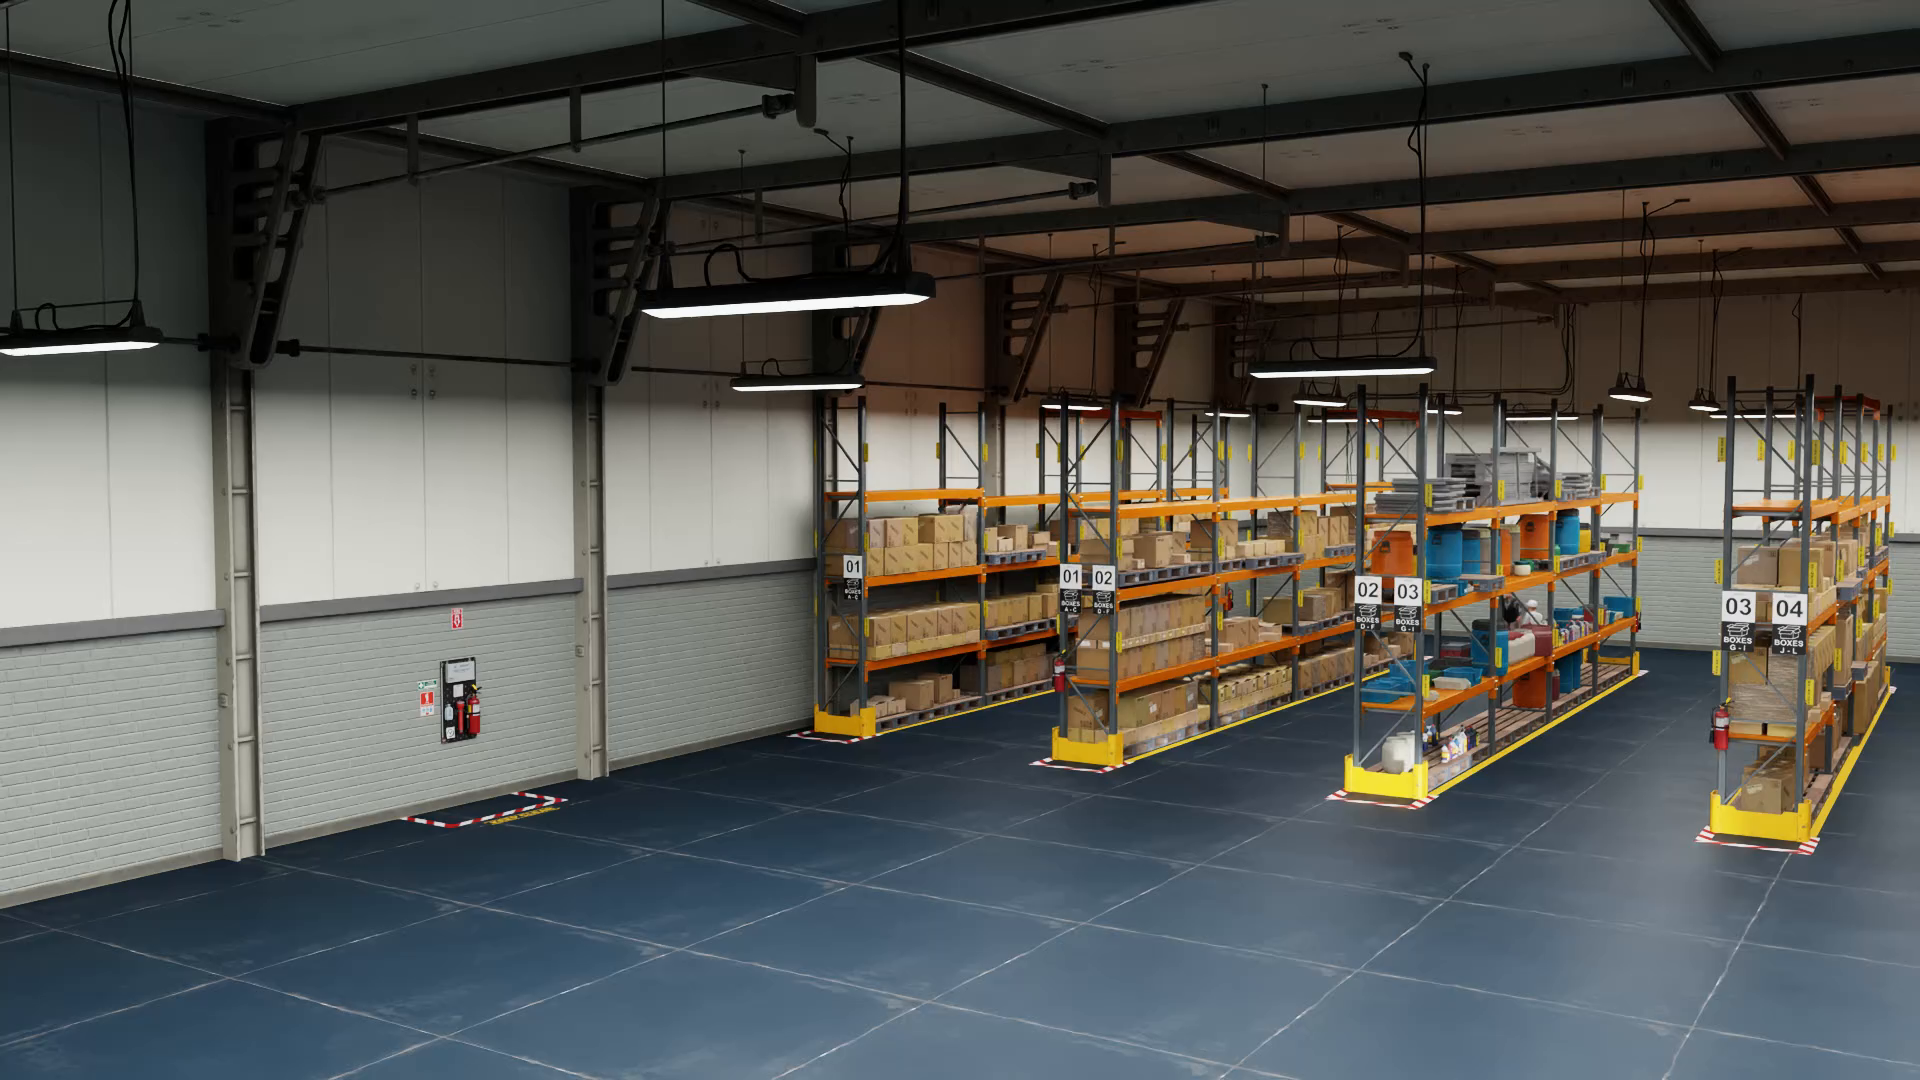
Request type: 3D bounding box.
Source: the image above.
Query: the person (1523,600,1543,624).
[{"bbox_3d":[12.516,2.202,36.330,0.602,1.790,0.472,-1,3,-26],"label":"person"}]

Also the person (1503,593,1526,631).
[{"bbox_3d":[13.687,2.022,41.269,0.696,1.630,0.715,3,4,41],"label":"person"}]
